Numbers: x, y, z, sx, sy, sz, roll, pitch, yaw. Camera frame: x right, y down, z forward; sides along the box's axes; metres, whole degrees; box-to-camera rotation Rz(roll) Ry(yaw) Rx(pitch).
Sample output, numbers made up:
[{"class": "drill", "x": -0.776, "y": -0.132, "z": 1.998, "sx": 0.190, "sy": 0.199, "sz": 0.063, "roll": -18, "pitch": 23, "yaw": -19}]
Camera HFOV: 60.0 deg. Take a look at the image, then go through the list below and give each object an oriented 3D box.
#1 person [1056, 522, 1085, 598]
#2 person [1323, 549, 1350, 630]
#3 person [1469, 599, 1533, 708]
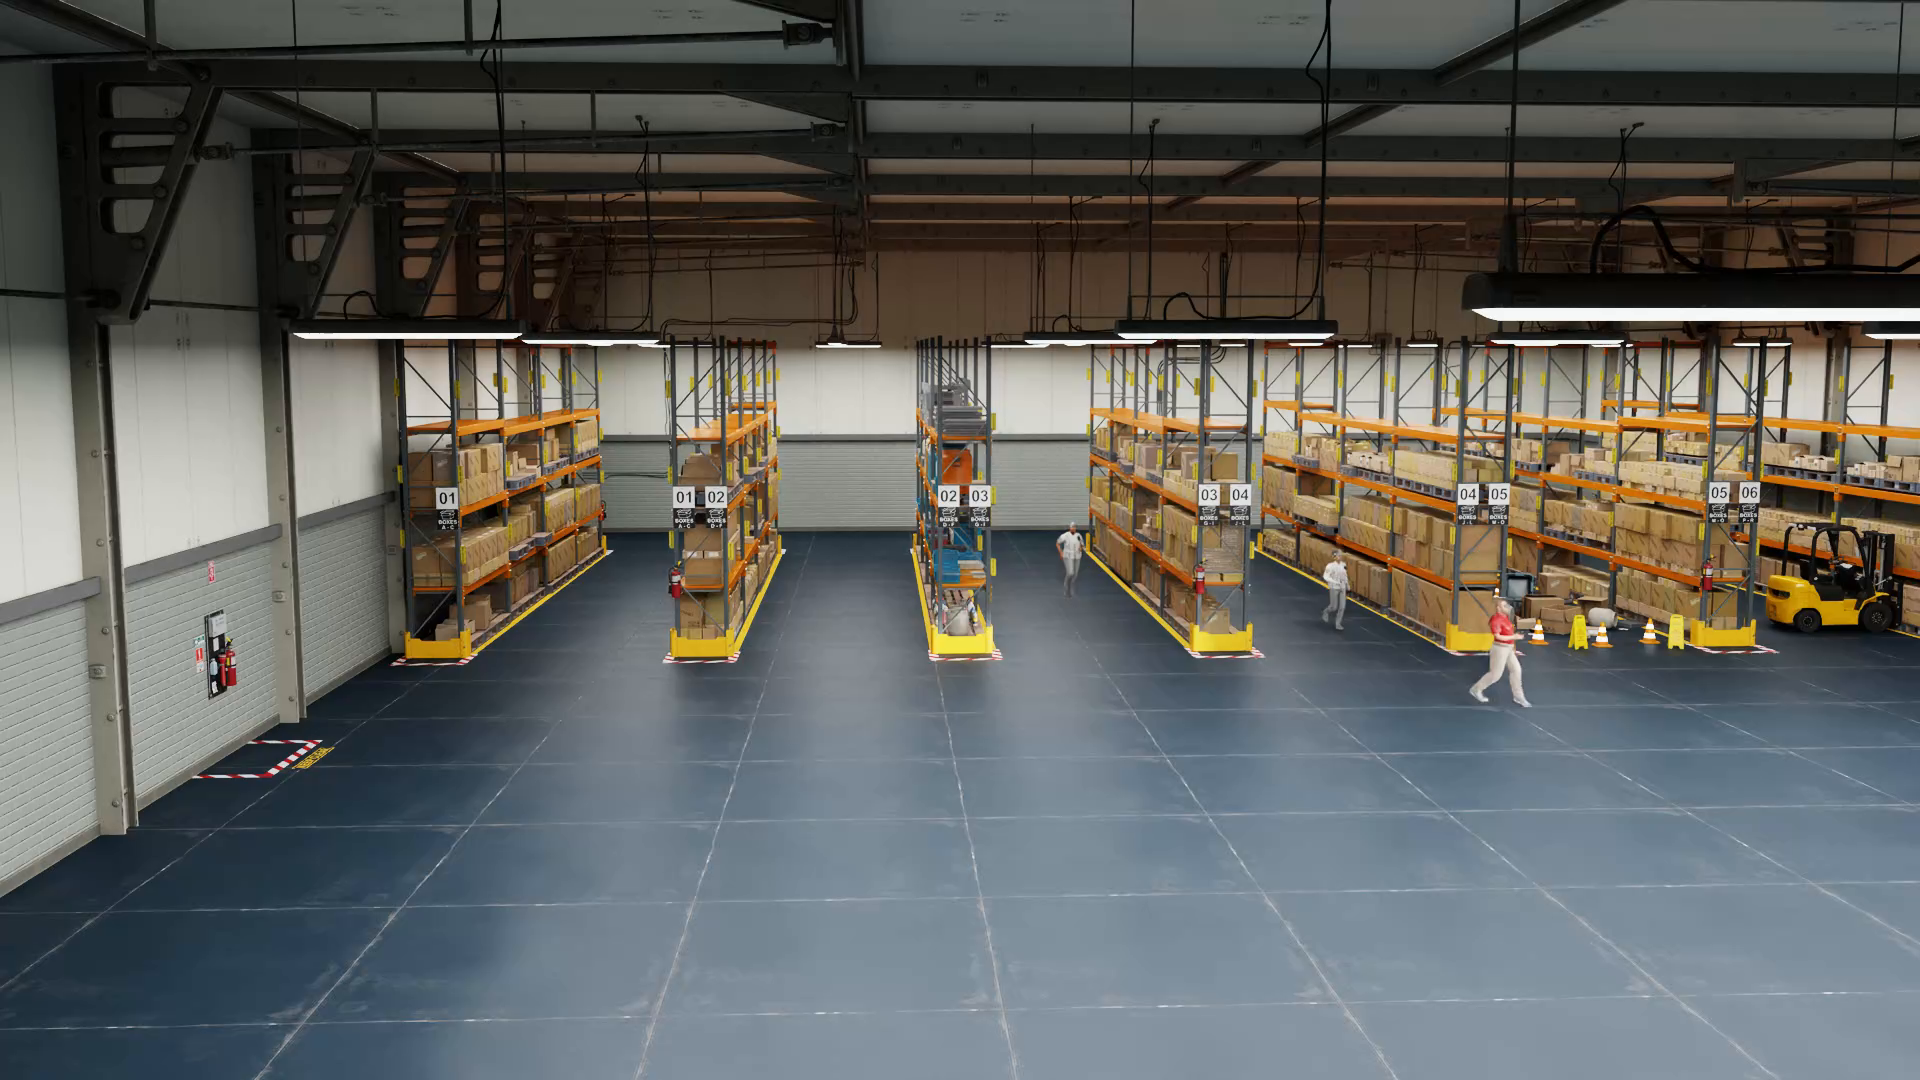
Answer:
[{"class": "person", "x": 2.491, "y": 0.444, "z": 36.897, "sx": 0.585, "sy": 1.700, "sz": 0.625, "roll": -2, "pitch": 7, "yaw": -19}, {"class": "person", "x": 7.777, "y": 0.998, "z": 34.354, "sx": 0.619, "sy": 1.663, "sz": 0.684, "roll": -2, "pitch": 7, "yaw": -18}, {"class": "person", "x": 8.766, "y": 1.824, "z": 26.872, "sx": 0.968, "sy": 1.746, "sz": 0.669, "roll": 4, "pitch": 8, "yaw": 34}]
